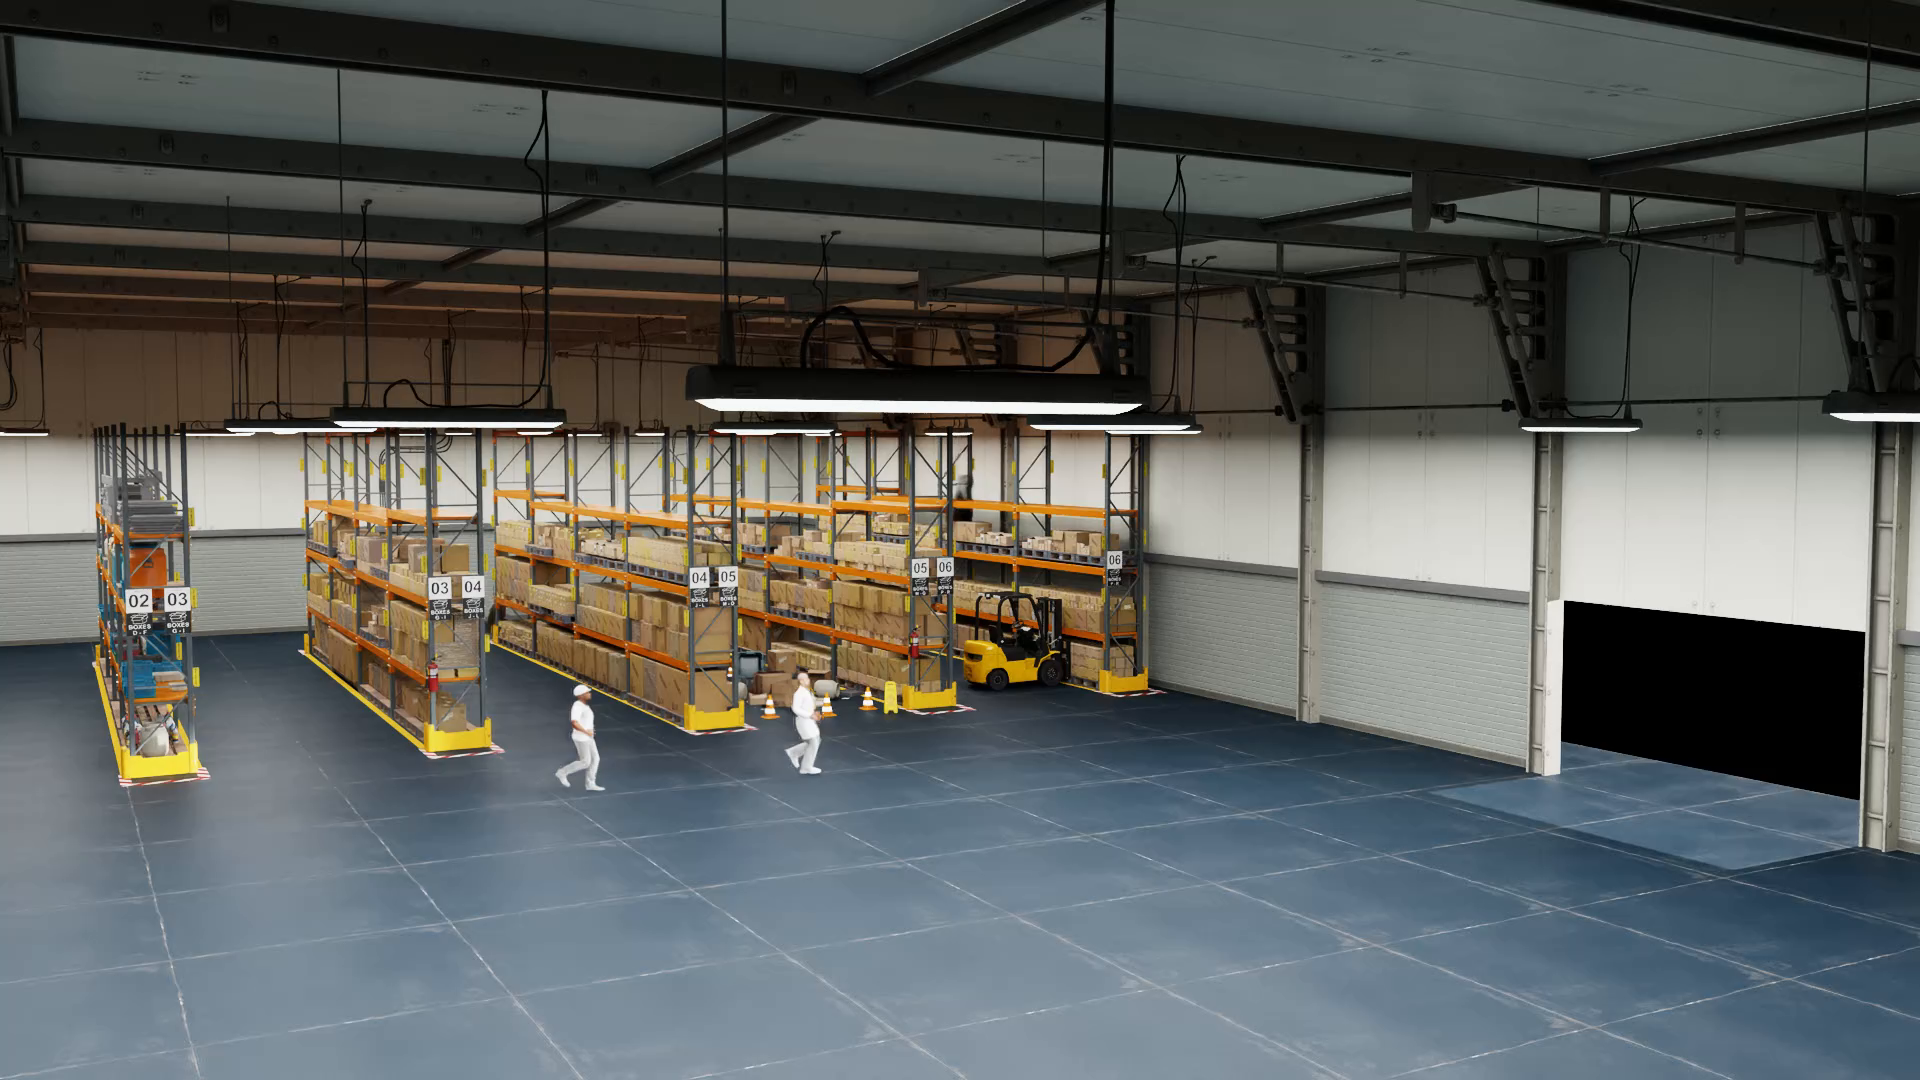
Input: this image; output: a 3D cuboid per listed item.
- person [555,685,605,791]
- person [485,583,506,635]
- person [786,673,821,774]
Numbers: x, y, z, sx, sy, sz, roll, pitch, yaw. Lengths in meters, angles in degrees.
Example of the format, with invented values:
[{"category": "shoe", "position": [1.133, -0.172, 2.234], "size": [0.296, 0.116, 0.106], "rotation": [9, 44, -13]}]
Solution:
[{"category": "person", "position": [-6.176, 3.223, 27.014], "size": [0.780, 1.745, 0.705], "rotation": [0, 3, -3]}, {"category": "person", "position": [-13.304, 1.962, 48.064], "size": [0.960, 1.735, 0.865], "rotation": [-2, 4, -32]}, {"category": "person", "position": [-2.670, 3.132, 28.438], "size": [0.668, 1.724, 0.707], "rotation": [0, 3, 8]}]
